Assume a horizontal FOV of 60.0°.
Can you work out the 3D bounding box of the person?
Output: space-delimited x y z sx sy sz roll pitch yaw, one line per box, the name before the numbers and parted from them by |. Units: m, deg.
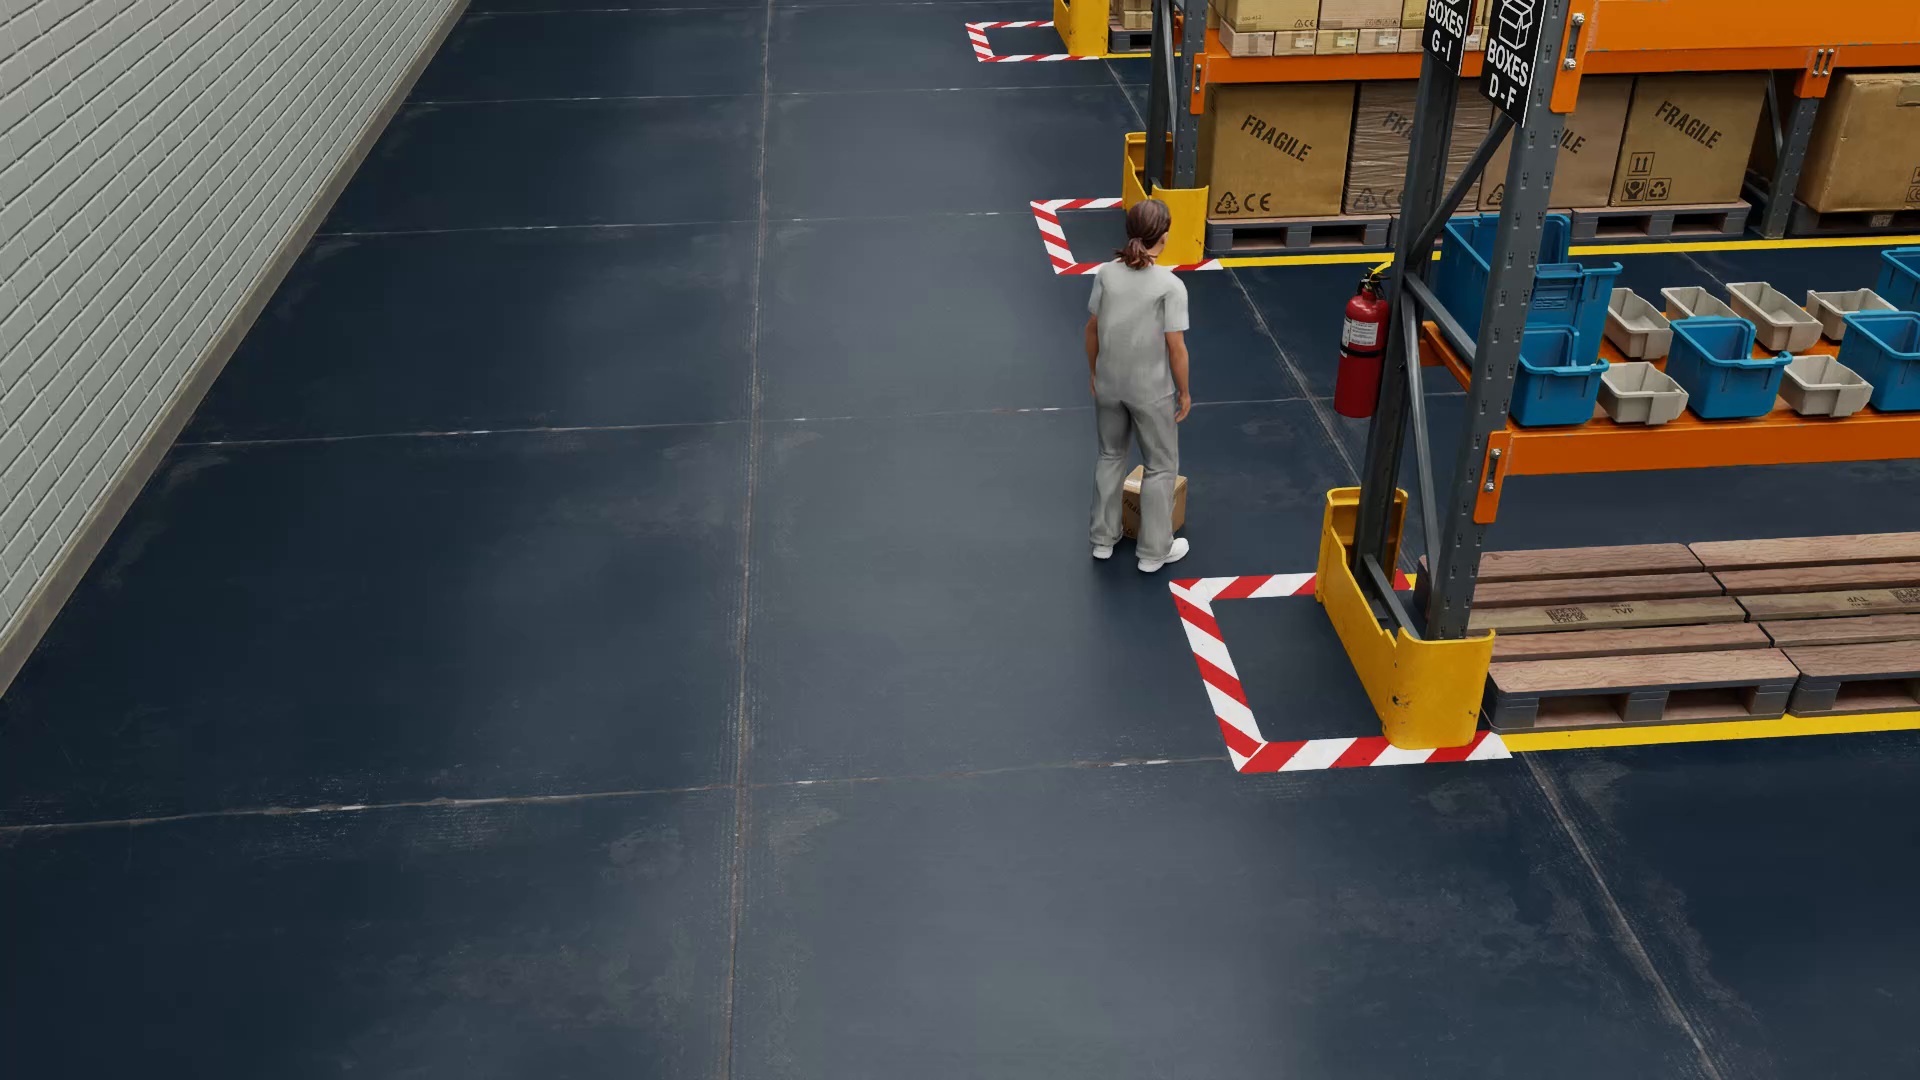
person | 0.769 -0.657 7.219 0.485 1.672 0.360 18 36 27
